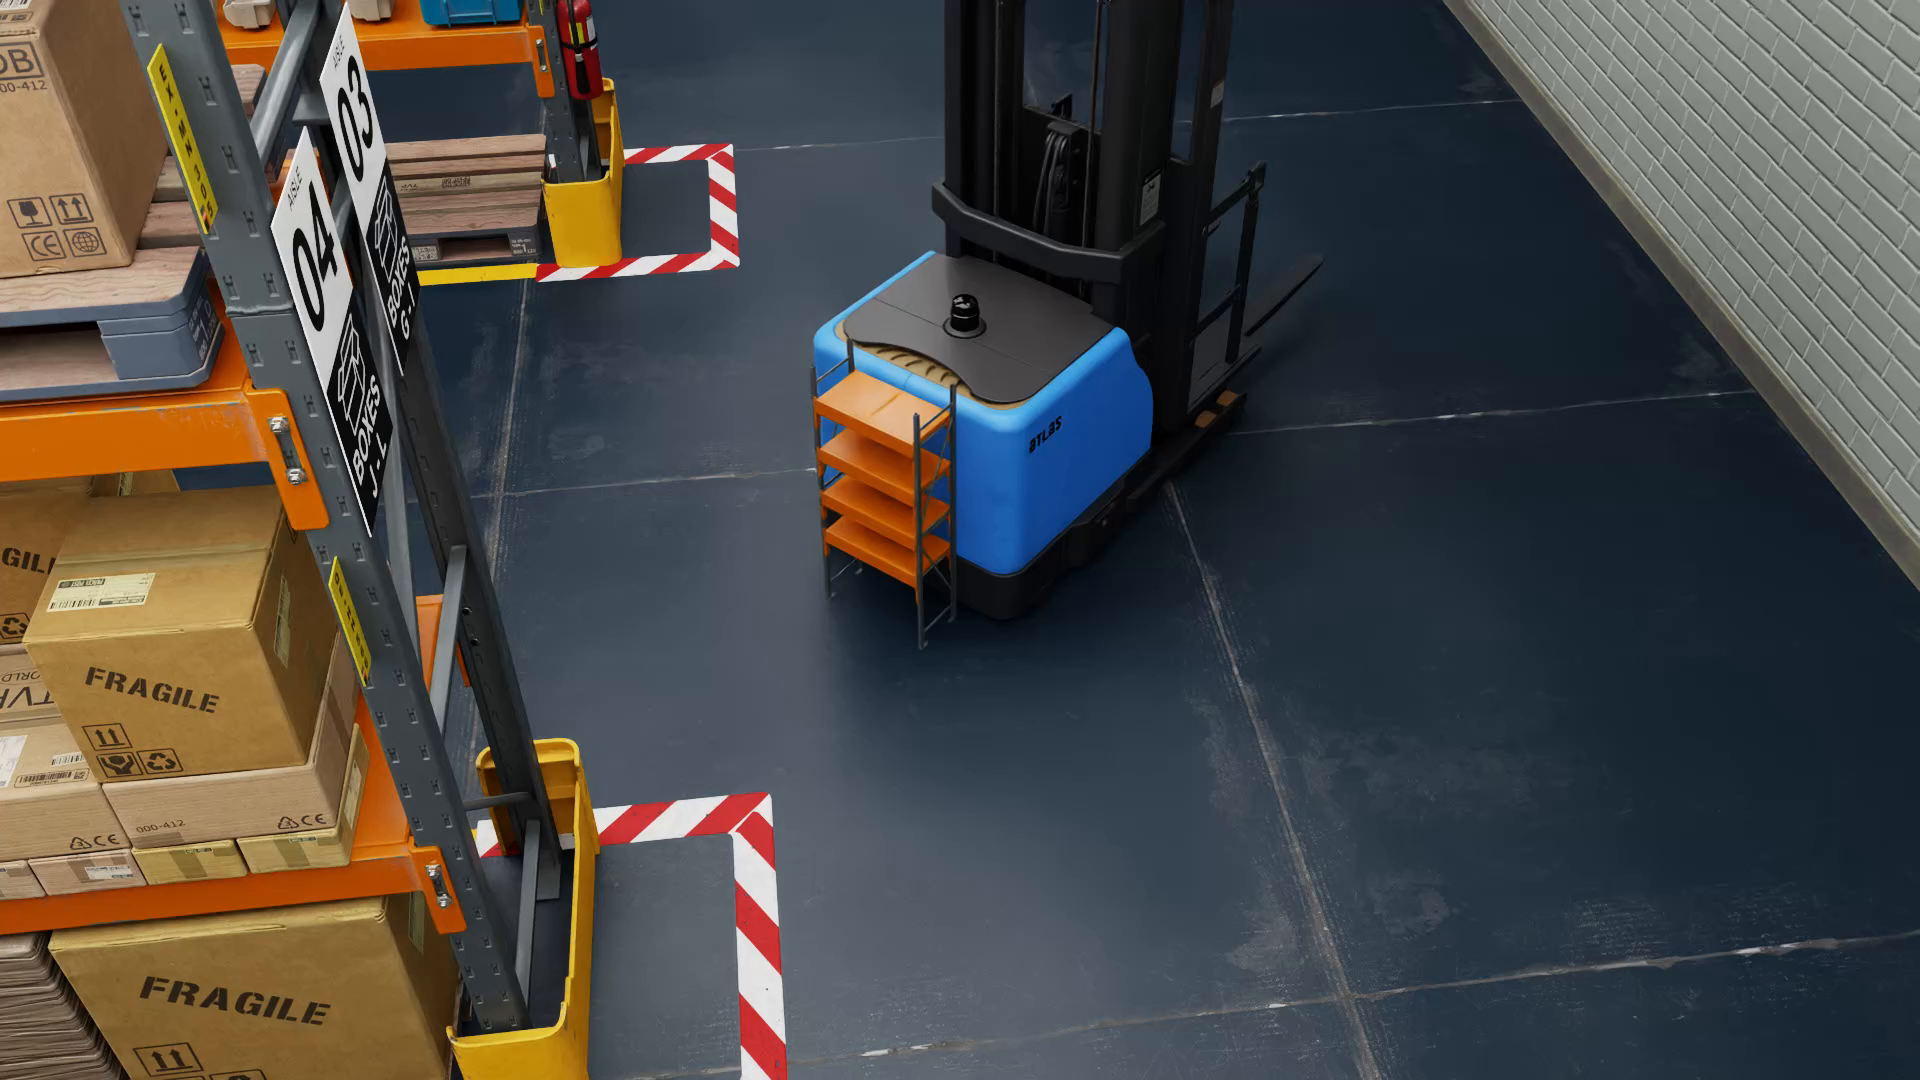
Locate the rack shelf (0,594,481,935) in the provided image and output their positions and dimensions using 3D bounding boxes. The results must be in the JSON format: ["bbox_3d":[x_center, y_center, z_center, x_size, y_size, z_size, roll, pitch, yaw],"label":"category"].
[{"bbox_3d":[-3.418,0.783,4.679,4.000,0.370,1.077,-5,42,-6],"label":"rack shelf"}]

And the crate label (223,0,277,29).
[{"bbox_3d":[-3.424,-2.624,8.072,0.243,0.136,0.396,-5,42,-6],"label":"crate label"}]

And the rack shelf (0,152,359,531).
[{"bbox_3d":[-3.418,-0.331,3.675,4.000,0.370,1.077,-5,42,-6],"label":"rack shelf"}]

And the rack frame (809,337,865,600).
[{"bbox_3d":[-0.484,-0.259,6.641,0.015,1.200,0.240,26,48,26],"label":"rack frame"}]

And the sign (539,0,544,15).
[{"bbox_3d":[-1.989,-2.644,7.820,0.005,0.325,0.100,-5,42,-6],"label":"sign"}]

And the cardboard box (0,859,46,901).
[{"bbox_3d":[-2.500,0.751,4.365,0.250,0.149,0.380,-4,42,-5],"label":"cardboard box"}]

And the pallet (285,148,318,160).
[{"bbox_3d":[-4.107,-1.762,9.046,1.213,0.211,1.003,-5,42,-6],"label":"pallet"}]

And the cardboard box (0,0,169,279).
[{"bbox_3d":[-1.943,-0.921,3.329,0.500,0.500,0.700,-7,43,-8],"label":"cardboard box"}]

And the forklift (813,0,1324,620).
[{"bbox_3d":[0.691,-1.702,6.948,1.130,2.935,3.031,27,48,27],"label":"forklift"}]

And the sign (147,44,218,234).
[{"bbox_3d":[-1.378,-0.709,2.955,0.005,0.325,0.100,-5,42,-6],"label":"sign"}]

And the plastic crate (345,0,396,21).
[{"bbox_3d":[-2.862,-2.680,8.134,0.243,0.136,0.396,-5,42,-6],"label":"plastic crate"}]

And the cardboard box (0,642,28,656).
[{"bbox_3d":[-2.460,0.199,4.679,0.500,0.250,0.500,-5,42,-6],"label":"cardboard box"}]

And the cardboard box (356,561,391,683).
[{"bbox_3d":[-1.829,0.247,4.924,0.250,0.149,0.380,-5,42,-5],"label":"cardboard box"}]

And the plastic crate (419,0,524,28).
[{"bbox_3d":[-2.385,-2.829,8.076,0.499,0.435,0.616,-5,42,-6],"label":"plastic crate"}]

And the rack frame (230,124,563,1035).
[{"bbox_3d":[-1.435,0.342,4.631,0.127,3.000,1.000,-5,42,-6],"label":"rack frame"}]

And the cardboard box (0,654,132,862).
[{"bbox_3d":[-2.384,0.549,4.291,0.500,0.250,0.500,-6,42,-6],"label":"cardboard box"}]

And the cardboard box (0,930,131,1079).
[{"bbox_3d":[-2.961,1.163,4.994,0.875,0.875,0.875,-5,42,-6],"label":"cardboard box"}]

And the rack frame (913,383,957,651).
[{"bbox_3d":[-0.091,-0.064,6.425,0.015,1.200,0.240,26,48,26],"label":"rack frame"}]

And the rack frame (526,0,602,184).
[{"bbox_3d":[-2.077,-2.947,8.278,0.127,3.000,1.000,-5,42,-6],"label":"rack frame"}]

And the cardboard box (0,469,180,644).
[{"bbox_3d":[-2.441,-0.085,4.435,0.500,0.500,0.500,-6,42,-7],"label":"cardboard box"}]

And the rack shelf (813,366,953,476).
[{"bbox_3d":[-0.287,-0.453,6.270,0.480,0.148,0.258,26,48,26],"label":"rack shelf"}]

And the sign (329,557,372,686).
[{"bbox_3d":[-1.378,0.186,3.763,0.005,0.325,0.100,-5,42,-6],"label":"sign"}]

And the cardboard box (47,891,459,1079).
[{"bbox_3d":[-2.059,1.084,5.081,0.875,0.875,0.875,-5,42,-6],"label":"cardboard box"}]

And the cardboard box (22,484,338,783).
[{"bbox_3d":[-1.884,0.226,4.090,0.500,0.500,0.500,-5,42,-5],"label":"cardboard box"}]

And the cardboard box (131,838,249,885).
[{"bbox_3d":[-2.003,0.709,4.412,0.250,0.149,0.380,-5,42,-5],"label":"cardboard box"}]

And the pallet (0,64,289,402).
[{"bbox_3d":[-2.169,-0.667,3.577,1.213,0.211,1.003,-5,42,-6],"label":"pallet"}]

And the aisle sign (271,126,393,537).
[{"bbox_3d":[-1.324,-0.430,3.546,0.004,0.787,0.394,-5,42,-6],"label":"aisle sign"}]

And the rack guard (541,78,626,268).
[{"bbox_3d":[-2.055,-2.030,9.127,0.348,0.500,1.175,-5,42,-6],"label":"rack guard"}]

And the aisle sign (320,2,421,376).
[{"bbox_3d":[-1.402,-0.829,3.988,0.004,0.787,0.394,-5,42,-6],"label":"aisle sign"}]

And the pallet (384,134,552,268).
[{"bbox_3d":[-2.900,-1.866,9.161,1.213,0.211,1.003,-5,42,-6],"label":"pallet"}]

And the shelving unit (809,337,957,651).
[{"bbox_3d":[-0.287,-0.161,6.533,0.503,1.200,0.258,26,48,26],"label":"shelving unit"}]

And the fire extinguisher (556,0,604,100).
[{"bbox_3d":[-1.868,-2.491,8.109,0.183,0.674,0.296,-5,42,-6],"label":"fire extinguisher"}]

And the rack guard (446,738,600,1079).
[{"bbox_3d":[-1.411,1.268,5.470,0.348,0.500,1.175,-5,42,-6],"label":"rack guard"}]

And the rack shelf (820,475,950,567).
[{"bbox_3d":[-0.287,-0.111,6.578,0.480,0.148,0.258,26,48,26],"label":"rack shelf"}]

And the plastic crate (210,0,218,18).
[{"bbox_3d":[-3.715,-2.586,8.030,0.250,0.136,0.298,-5,42,-6],"label":"plastic crate"}]

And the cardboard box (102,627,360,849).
[{"bbox_3d":[-1.881,0.506,4.340,0.500,0.250,0.500,-6,42,-6],"label":"cardboard box"}]

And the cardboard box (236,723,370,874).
[{"bbox_3d":[-1.745,0.685,4.438,0.250,0.149,0.380,-4,42,-5],"label":"cardboard box"}]

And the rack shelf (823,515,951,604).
[{"bbox_3d":[-0.287,0.036,6.711,0.480,0.148,0.258,26,48,26],"label":"rack shelf"}]

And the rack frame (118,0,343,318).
[{"bbox_3d":[-1.435,-1.885,2.622,0.127,3.000,1.000,-5,42,-6],"label":"rack frame"}]

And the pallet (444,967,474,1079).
[{"bbox_3d":[-2.217,1.499,5.430,1.213,0.211,1.003,-5,42,-6],"label":"pallet"}]

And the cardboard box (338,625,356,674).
[{"bbox_3d":[-1.946,0.150,4.734,0.500,0.250,0.500,-6,42,-7],"label":"cardboard box"}]

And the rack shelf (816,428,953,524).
[{"bbox_3d":[-0.287,-0.278,6.428,0.480,0.148,0.258,26,48,26],"label":"rack shelf"}]

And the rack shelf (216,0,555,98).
[{"bbox_3d":[-4.060,-2.506,8.326,4.000,0.370,1.077,-5,42,-6],"label":"rack shelf"}]

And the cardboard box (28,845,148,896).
[{"bbox_3d":[-2.253,0.730,4.389,0.250,0.149,0.380,-5,42,-5],"label":"cardboard box"}]
